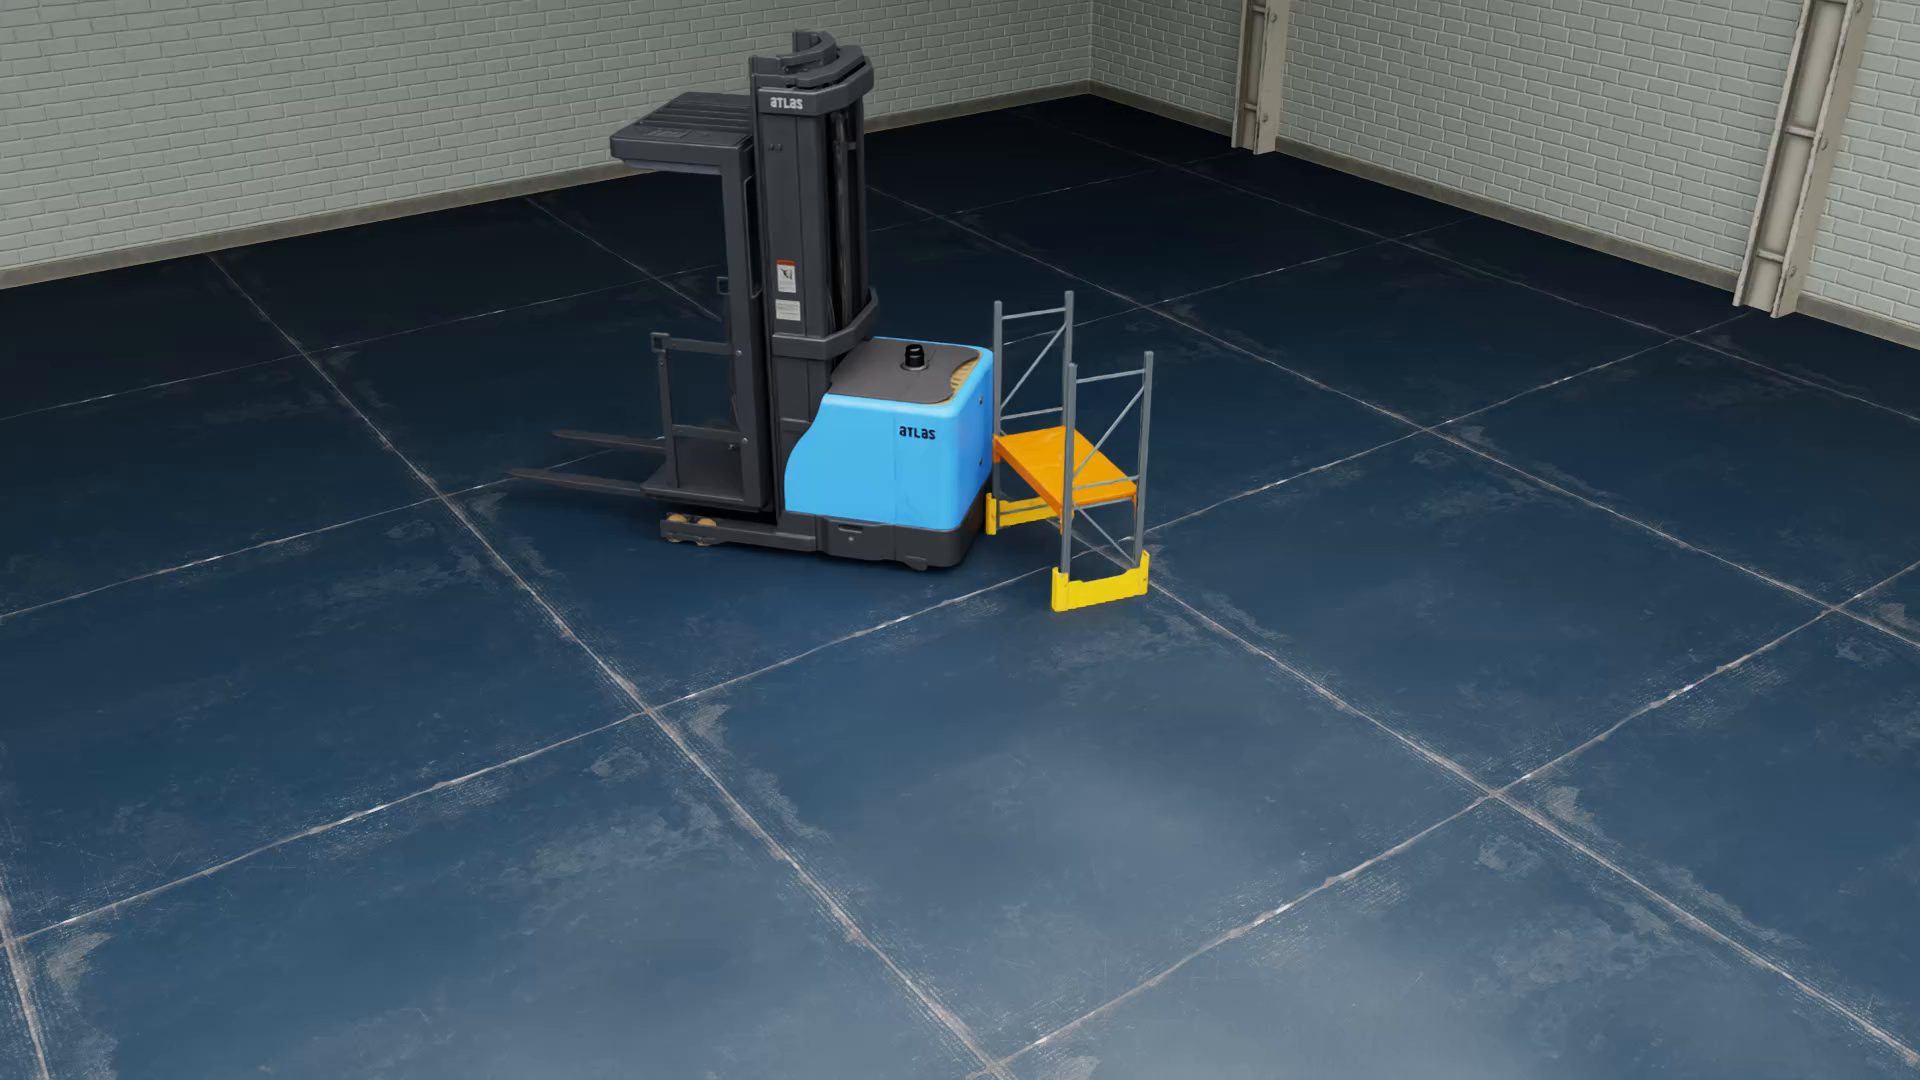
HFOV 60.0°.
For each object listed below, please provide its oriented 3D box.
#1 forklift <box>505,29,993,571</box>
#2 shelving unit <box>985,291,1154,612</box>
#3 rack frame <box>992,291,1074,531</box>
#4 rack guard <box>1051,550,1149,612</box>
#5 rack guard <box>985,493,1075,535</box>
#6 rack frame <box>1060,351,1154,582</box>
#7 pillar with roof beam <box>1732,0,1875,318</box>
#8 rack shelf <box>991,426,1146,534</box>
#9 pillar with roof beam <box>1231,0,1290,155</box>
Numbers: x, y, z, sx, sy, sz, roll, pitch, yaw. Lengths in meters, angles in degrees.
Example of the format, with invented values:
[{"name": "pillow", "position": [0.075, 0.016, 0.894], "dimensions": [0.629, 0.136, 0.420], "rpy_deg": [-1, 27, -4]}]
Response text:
[{"name": "forklift", "position": [-1.345, -1.484, 9.911], "dimensions": [3.031, 2.935, 1.130], "rpy_deg": [7, 29, 13]}, {"name": "shelving unit", "position": [0.623, -0.534, 9.662], "dimensions": [0.587, 1.500, 1.083], "rpy_deg": [-11, 30, -19]}, {"name": "rack frame", "position": [0.432, -0.764, 10.085], "dimensions": [0.500, 1.500, 0.032], "rpy_deg": [-11, 30, -19]}, {"name": "rack guard", "position": [0.807, 0.236, 9.554], "dimensions": [0.587, 0.250, 0.087], "rpy_deg": [-11, 30, -19]}, {"name": "rack guard", "position": [0.439, -0.206, 10.367], "dimensions": [0.587, 0.250, 0.087], "rpy_deg": [-11, 30, -19]}, {"name": "rack frame", "position": [0.808, -0.313, 9.254], "dimensions": [0.500, 1.500, 0.032], "rpy_deg": [-11, 30, -19]}, {"name": "pillar with roof beam", "position": [3.170, -4.694, 9.463], "dimensions": [9.100, 9.000, 0.400], "rpy_deg": [-19, 34, -31]}, {"name": "rack shelf", "position": [0.620, -0.380, 9.755], "dimensions": [0.538, 0.185, 1.000], "rpy_deg": [-11, 30, -19]}, {"name": "pillar with roof beam", "position": [-0.311, -7.026, 13.758], "dimensions": [9.100, 9.000, 0.400], "rpy_deg": [-19, 34, -31]}]
